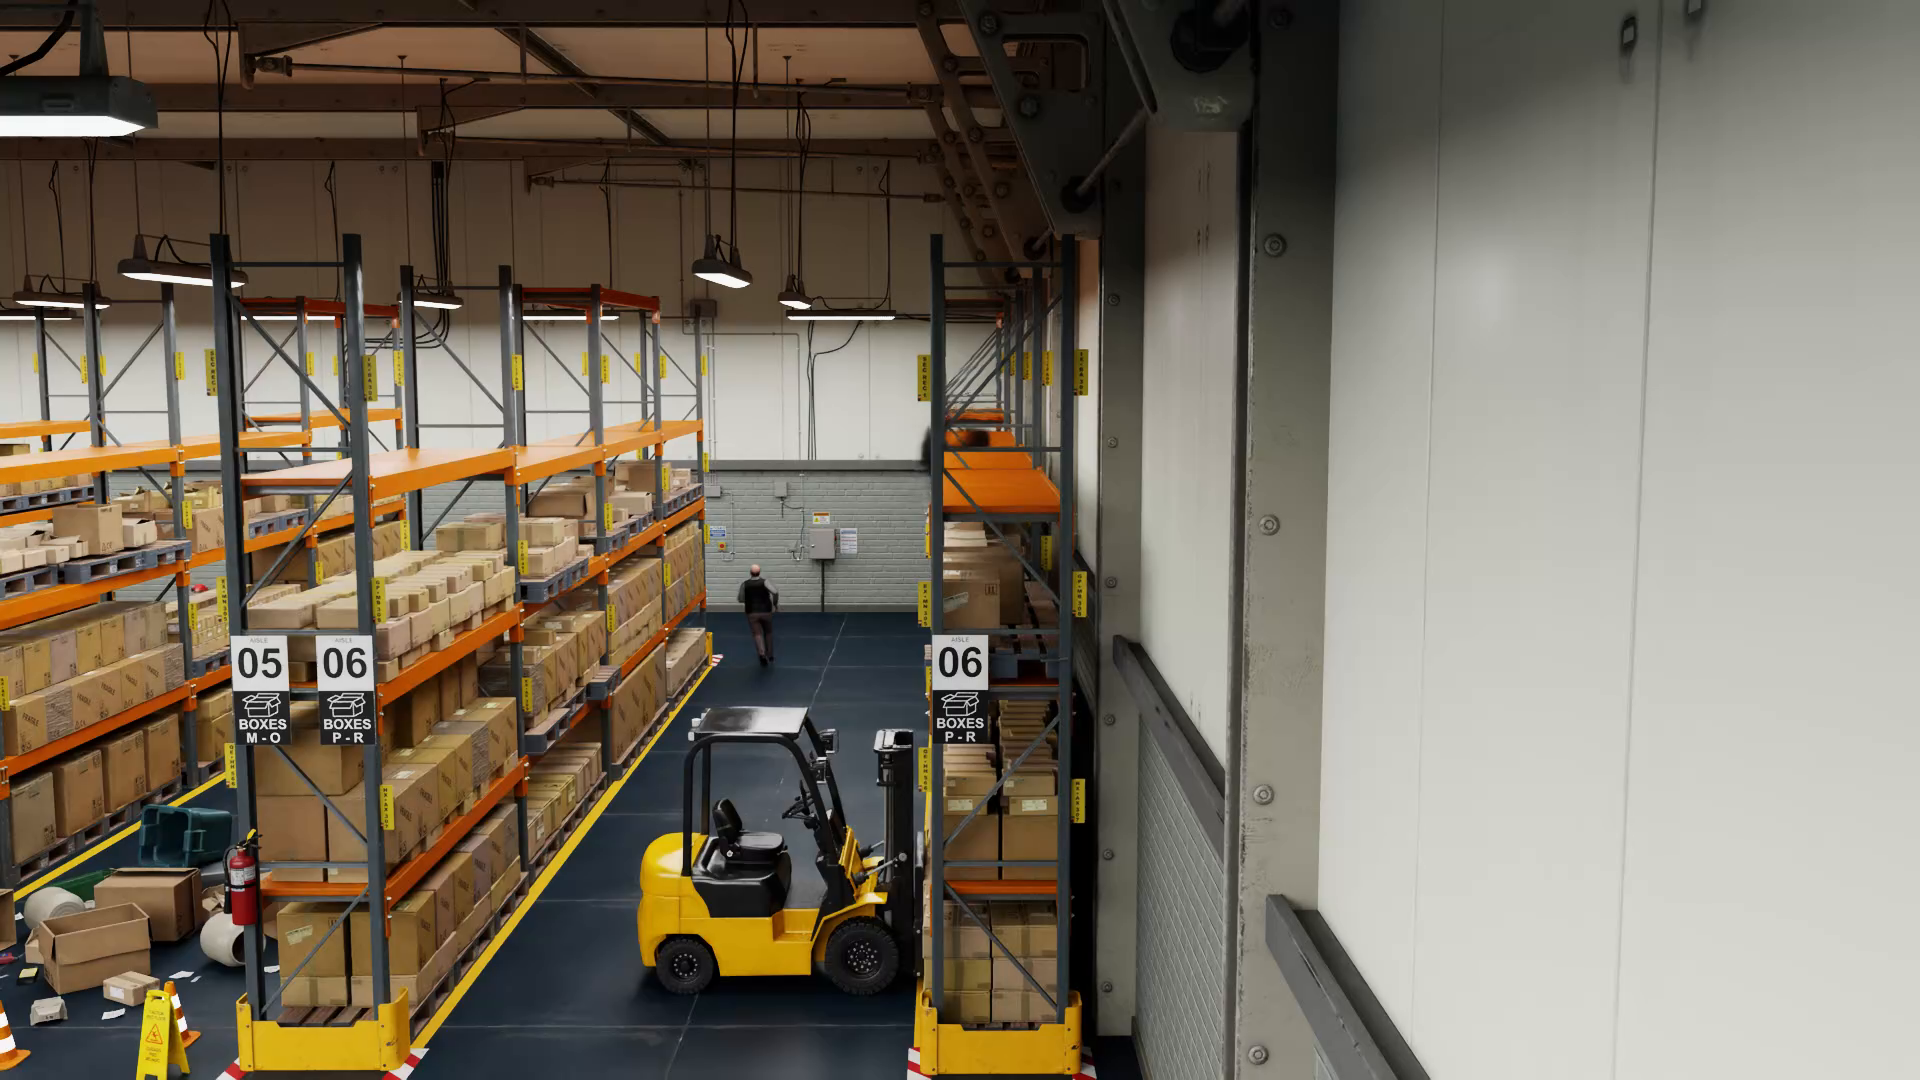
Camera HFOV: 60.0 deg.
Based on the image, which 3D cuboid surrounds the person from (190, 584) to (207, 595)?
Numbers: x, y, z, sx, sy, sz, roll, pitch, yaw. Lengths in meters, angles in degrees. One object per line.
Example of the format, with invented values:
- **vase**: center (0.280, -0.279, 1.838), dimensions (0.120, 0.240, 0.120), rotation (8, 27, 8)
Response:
- **person**: center (-11.440, 1.525, 25.177), dimensions (0.693, 1.740, 0.661), rotation (1, 6, 6)

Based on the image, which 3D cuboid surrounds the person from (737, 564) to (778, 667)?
- **person**: center (-3.359, 1.237, 27.620), dimensions (0.677, 1.682, 0.993), rotation (-1, 6, -8)
